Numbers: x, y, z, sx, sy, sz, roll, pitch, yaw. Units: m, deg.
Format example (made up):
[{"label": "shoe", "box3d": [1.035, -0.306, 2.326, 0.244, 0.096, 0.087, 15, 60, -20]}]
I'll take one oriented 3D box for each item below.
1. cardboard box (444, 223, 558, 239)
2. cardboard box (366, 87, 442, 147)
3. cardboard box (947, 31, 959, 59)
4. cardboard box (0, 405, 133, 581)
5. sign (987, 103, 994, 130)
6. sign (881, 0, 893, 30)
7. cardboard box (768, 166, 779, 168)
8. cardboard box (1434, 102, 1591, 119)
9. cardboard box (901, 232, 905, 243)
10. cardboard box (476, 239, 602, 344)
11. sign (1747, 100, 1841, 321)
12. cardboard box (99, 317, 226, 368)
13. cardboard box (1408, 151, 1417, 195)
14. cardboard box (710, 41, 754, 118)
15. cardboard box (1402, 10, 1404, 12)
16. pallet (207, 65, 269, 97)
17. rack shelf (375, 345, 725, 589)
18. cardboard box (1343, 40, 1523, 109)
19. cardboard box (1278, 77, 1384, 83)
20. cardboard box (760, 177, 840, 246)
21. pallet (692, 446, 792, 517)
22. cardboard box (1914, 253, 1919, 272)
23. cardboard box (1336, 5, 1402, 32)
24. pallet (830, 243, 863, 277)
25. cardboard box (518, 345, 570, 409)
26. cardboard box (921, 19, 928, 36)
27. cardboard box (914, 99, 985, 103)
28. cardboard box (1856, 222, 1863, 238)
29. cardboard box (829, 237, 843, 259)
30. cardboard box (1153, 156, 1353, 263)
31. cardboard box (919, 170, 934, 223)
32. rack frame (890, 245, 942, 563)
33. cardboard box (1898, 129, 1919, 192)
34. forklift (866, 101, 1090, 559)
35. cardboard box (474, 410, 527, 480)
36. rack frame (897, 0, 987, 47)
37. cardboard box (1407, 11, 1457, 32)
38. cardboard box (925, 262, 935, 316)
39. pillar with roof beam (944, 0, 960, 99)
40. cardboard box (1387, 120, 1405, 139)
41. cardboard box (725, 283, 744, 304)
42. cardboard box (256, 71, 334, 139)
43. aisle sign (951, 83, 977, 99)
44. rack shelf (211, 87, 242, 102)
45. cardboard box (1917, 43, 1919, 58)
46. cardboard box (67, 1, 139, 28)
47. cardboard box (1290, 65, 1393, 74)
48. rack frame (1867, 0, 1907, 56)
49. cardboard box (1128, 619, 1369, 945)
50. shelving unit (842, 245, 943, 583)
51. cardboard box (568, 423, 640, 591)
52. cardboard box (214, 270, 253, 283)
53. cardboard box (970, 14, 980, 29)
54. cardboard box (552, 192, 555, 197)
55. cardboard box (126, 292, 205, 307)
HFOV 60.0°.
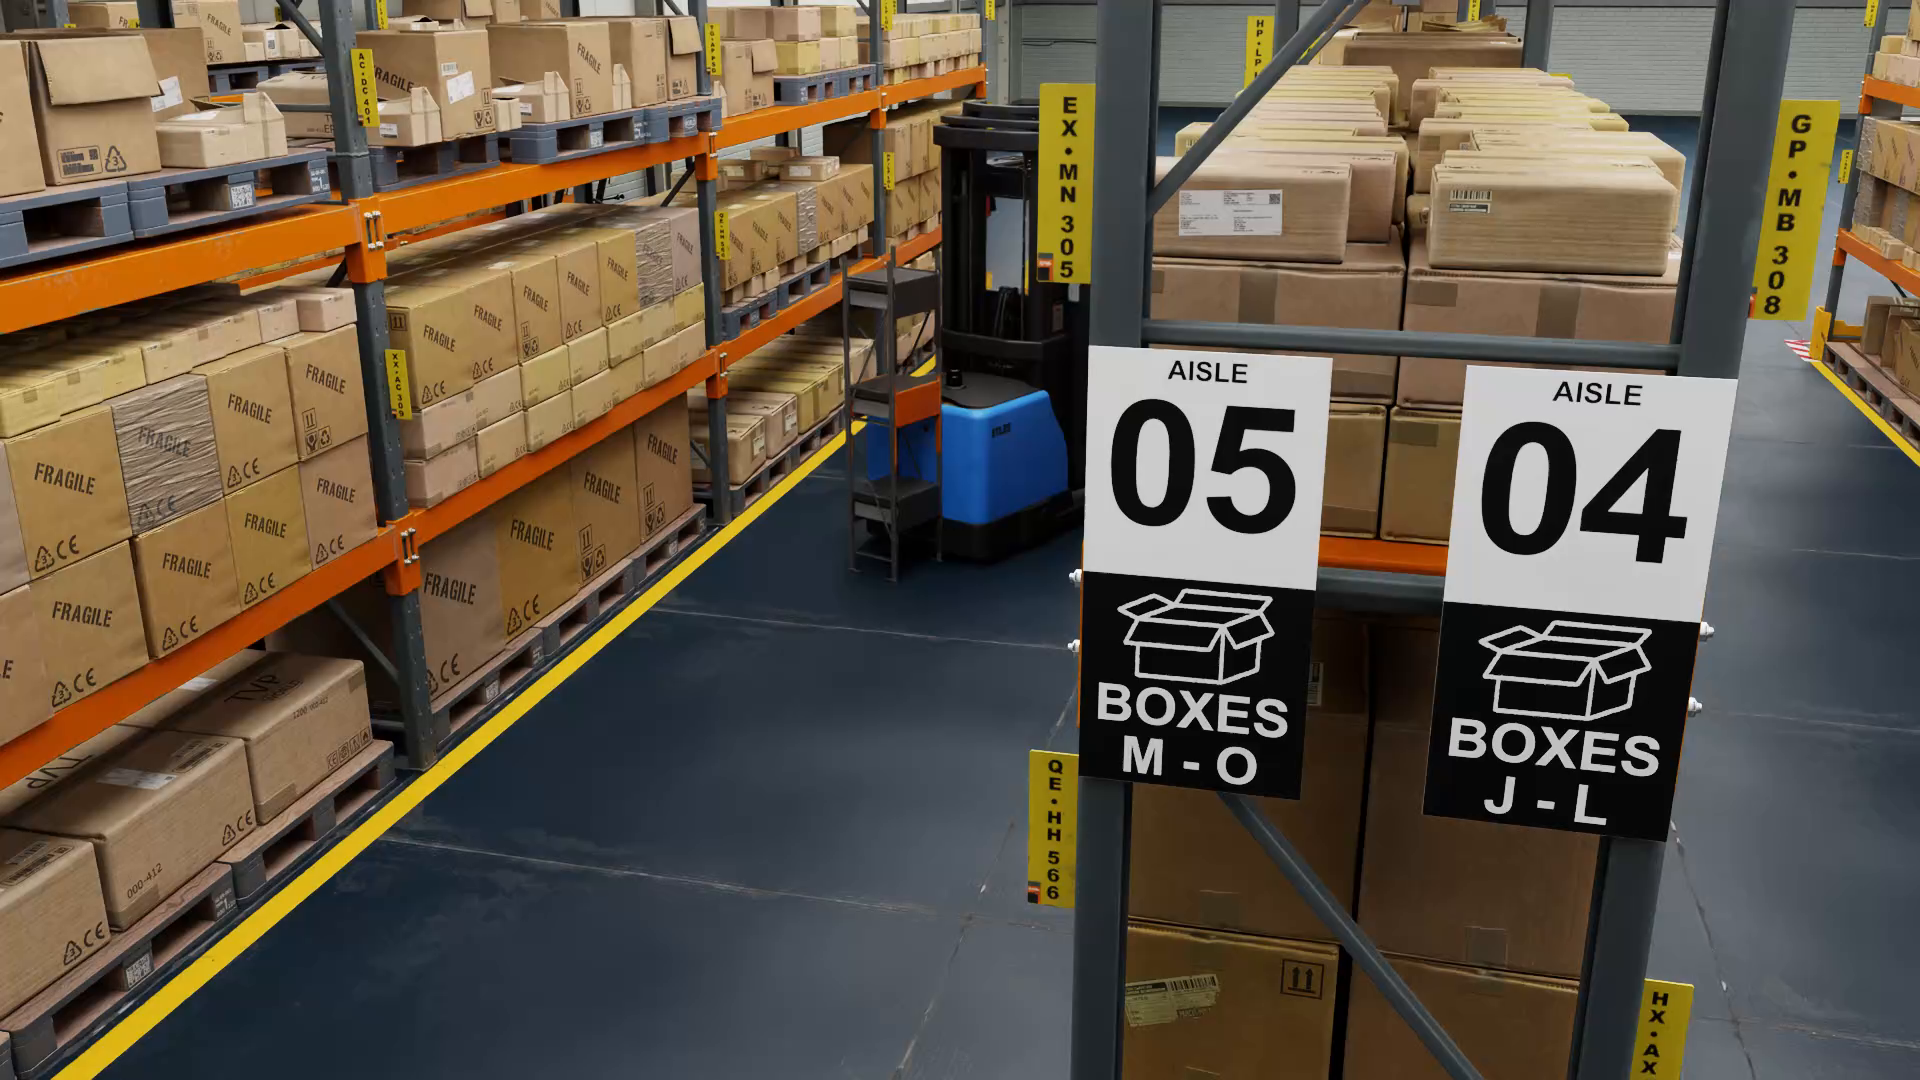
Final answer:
[{"label": "cardboard box", "box3d": [-2.768, -1.636, 10.135, 0.500, 0.500, 0.500, 5, 20, 15]}, {"label": "cardboard box", "box3d": [-2.673, -1.998, 7.815, 0.396, 0.266, 0.258, 4, 19, 13]}, {"label": "cardboard box", "box3d": [-0.313, -5.063, 17.000, 0.500, 0.250, 0.500, 5, 20, 15]}, {"label": "cardboard box", "box3d": [-3.360, -0.190, 5.901, 0.500, 0.500, 0.500, 5, 19, 14]}, {"label": "sign", "box3d": [0.331, -4.723, 18.594, 0.100, 0.325, 0.005, 5, 19, 13]}, {"label": "sign", "box3d": [-0.641, -4.630, 14.551, 0.100, 0.325, 0.005, 5, 19, 13]}, {"label": "cardboard box", "box3d": [-1.573, -3.084, 14.812, 0.500, 0.500, 0.500, 5, 20, 15]}, {"label": "cardboard box", "box3d": [1.421, -1.043, 4.302, 0.380, 0.149, 0.250, 5, 20, 15]}, {"label": "cardboard box", "box3d": [-0.745, -2.945, 16.059, 0.380, 0.149, 0.250, 5, 19, 13]}, {"label": "cardboard box", "box3d": [-2.406, -1.431, 9.536, 0.500, 0.500, 0.500, 4, 19, 12]}, {"label": "sign", "box3d": [1.239, -0.492, 2.494, 0.100, 0.325, 0.005, 5, 19, 13]}, {"label": "cardboard box", "box3d": [-3.186, -0.788, 6.649, 0.380, 0.149, 0.250, 4, 19, 13]}, {"label": "cardboard box", "box3d": [1.456, -0.883, 4.451, 0.500, 0.250, 0.500, 4, 19, 11]}, {"label": "cardboard box", "box3d": [-1.916, -3.331, 12.004, 0.700, 0.500, 0.500, 5, 19, 13]}, {"label": "cardboard box", "box3d": [3.640, -4.531, 14.639, 0.500, 0.250, 0.500, 5, 19, 13]}, {"label": "pallet", "box3d": [-6.622, -3.860, 13.998, 1.003, 0.211, 1.213, 6, 20, 16]}, {"label": "rack shelf", "box3d": [-2.646, -0.601, 9.919, 1.077, 0.370, 4.000, 5, 19, 13]}, {"label": "cardboard box", "box3d": [1.889, -1.731, 6.669, 0.700, 0.500, 0.500, 5, 19, 13]}, {"label": "cardboard box", "box3d": [1.171, -1.413, 5.385, 0.380, 0.149, 0.250, 4, 19, 12]}, {"label": "cardboard box", "box3d": [-1.322, -2.729, 13.772, 0.500, 0.500, 0.500, 5, 20, 15]}, {"label": "pallet", "box3d": [-1.965, -0.493, 12.805, 1.003, 0.211, 1.213, 5, 19, 13]}, {"label": "cardboard box", "box3d": [8.551, -2.399, 14.459, 0.380, 0.149, 0.250, 5, 19, 13]}, {"label": "cardboard box", "box3d": [2.821, -3.489, 11.661, 0.500, 0.500, 0.500, 5, 19, 13]}, {"label": "pallet", "box3d": [-1.508, -2.503, 14.672, 1.003, 0.211, 1.213, 5, 19, 13]}, {"label": "cardboard box", "box3d": [-2.504, -0.917, 9.191, 0.500, 0.250, 0.500, 5, 19, 14]}, {"label": "cardboard box", "box3d": [-0.521, -4.985, 16.157, 0.380, 0.149, 0.250, 4, 19, 13]}, {"label": "cardboard box", "box3d": [-0.116, -4.559, 18.234, 0.700, 0.500, 0.500, 4, 19, 12]}, {"label": "cardboard box", "box3d": [9.026, -3.027, 16.297, 0.380, 0.149, 0.250, 5, 19, 13]}, {"label": "cardboard box", "box3d": [-1.206, -2.474, 14.028, 0.380, 0.149, 0.250, 5, 19, 14]}, {"label": "cardboard box", "box3d": [0.509, -0.603, 3.012, 0.380, 0.149, 0.250, 4, 19, 13]}, {"label": "cardboard box", "box3d": [-0.567, -3.441, 16.507, 0.500, 0.500, 0.500, 4, 19, 13]}, {"label": "rack frame", "box3d": [-0.286, -0.881, 11.019, 0.400, 2.100, 0.015, 13, 23, 34]}, {"label": "cardboard box", "box3d": [8.642, -3.333, 14.644, 0.500, 0.500, 0.500, 5, 19, 13]}, {"label": "forklift", "box3d": [0.621, -1.672, 12.050, 1.130, 2.935, 3.031, 13, 23, 34]}, {"label": "cardboard box", "box3d": [-2.646, -0.523, 8.809, 0.500, 0.250, 0.500, 4, 19, 12]}, {"label": "rack frame", "box3d": [-0.203, -6.915, 18.009, 1.000, 3.000, 0.127, 5, 19, 13]}, {"label": "cardboard box", "box3d": [4.036, -4.329, 14.048, 0.500, 0.250, 0.500, 5, 19, 14]}, {"label": "cardboard box", "box3d": [-0.526, -2.569, 17.012, 0.500, 0.500, 0.500, 6, 20, 16]}, {"label": "pillar with roof beam", "box3d": [3.977, -14.341, 39.751, 9.100, 9.000, 0.400, 5, 19, 13]}, {"label": "cardboard box", "box3d": [1.213, -1.252, 5.532, 0.500, 0.250, 0.500, 5, 19, 13]}, {"label": "cardboard box", "box3d": [-1.796, -1.821, 12.117, 0.380, 0.149, 0.250, 3, 19, 10]}, {"label": "cardboard box", "box3d": [-3.123, -2.183, 8.286, 0.500, 0.311, 0.500, 5, 19, 13]}, {"label": "aisle sign", "box3d": [0.094, -5.302, 18.549, 0.394, 0.787, 0.004, 5, 19, 13]}, {"label": "rack shelf", "box3d": [-6.483, -3.665, 14.249, 1.077, 0.370, 4.000, 5, 19, 13]}, {"label": "cardboard box", "box3d": [8.765, -4.357, 14.778, 0.380, 0.149, 0.250, 4, 19, 11]}, {"label": "cardboard box", "box3d": [-6.558, -3.880, 12.805, 0.500, 0.500, 0.500, 5, 19, 14]}, {"label": "cardboard box", "box3d": [1.384, -1.657, 6.099, 0.380, 0.149, 0.250, 4, 19, 12]}, {"label": "rack frame", "box3d": [9.407, -6.132, 15.718, 1.000, 3.000, 0.127, 5, 19, 13]}, {"label": "cardboard box", "box3d": [0.583, 0.474, 3.497, 0.500, 0.500, 0.500, 4, 19, 12]}, {"label": "shelving unit", "box3d": [-0.431, -0.818, 10.833, 0.431, 2.100, 0.503, 13, 23, 34]}, {"label": "cardboard box", "box3d": [-2.629, -0.272, 10.481, 0.875, 0.875, 0.875, 5, 19, 14]}, {"label": "cardboard box", "box3d": [-6.379, -2.327, 14.092, 0.500, 0.250, 0.500, 4, 19, 12]}, {"label": "cardboard box", "box3d": [0.001, -5.624, 18.027, 0.380, 0.149, 0.250, 5, 19, 14]}, {"label": "cardboard box", "box3d": [-5.018, -4.177, 19.121, 0.500, 0.500, 0.500, 5, 20, 15]}, {"label": "cardboard box", "box3d": [-3.510, -0.982, 7.216, 0.380, 0.149, 0.250, 5, 19, 14]}]
